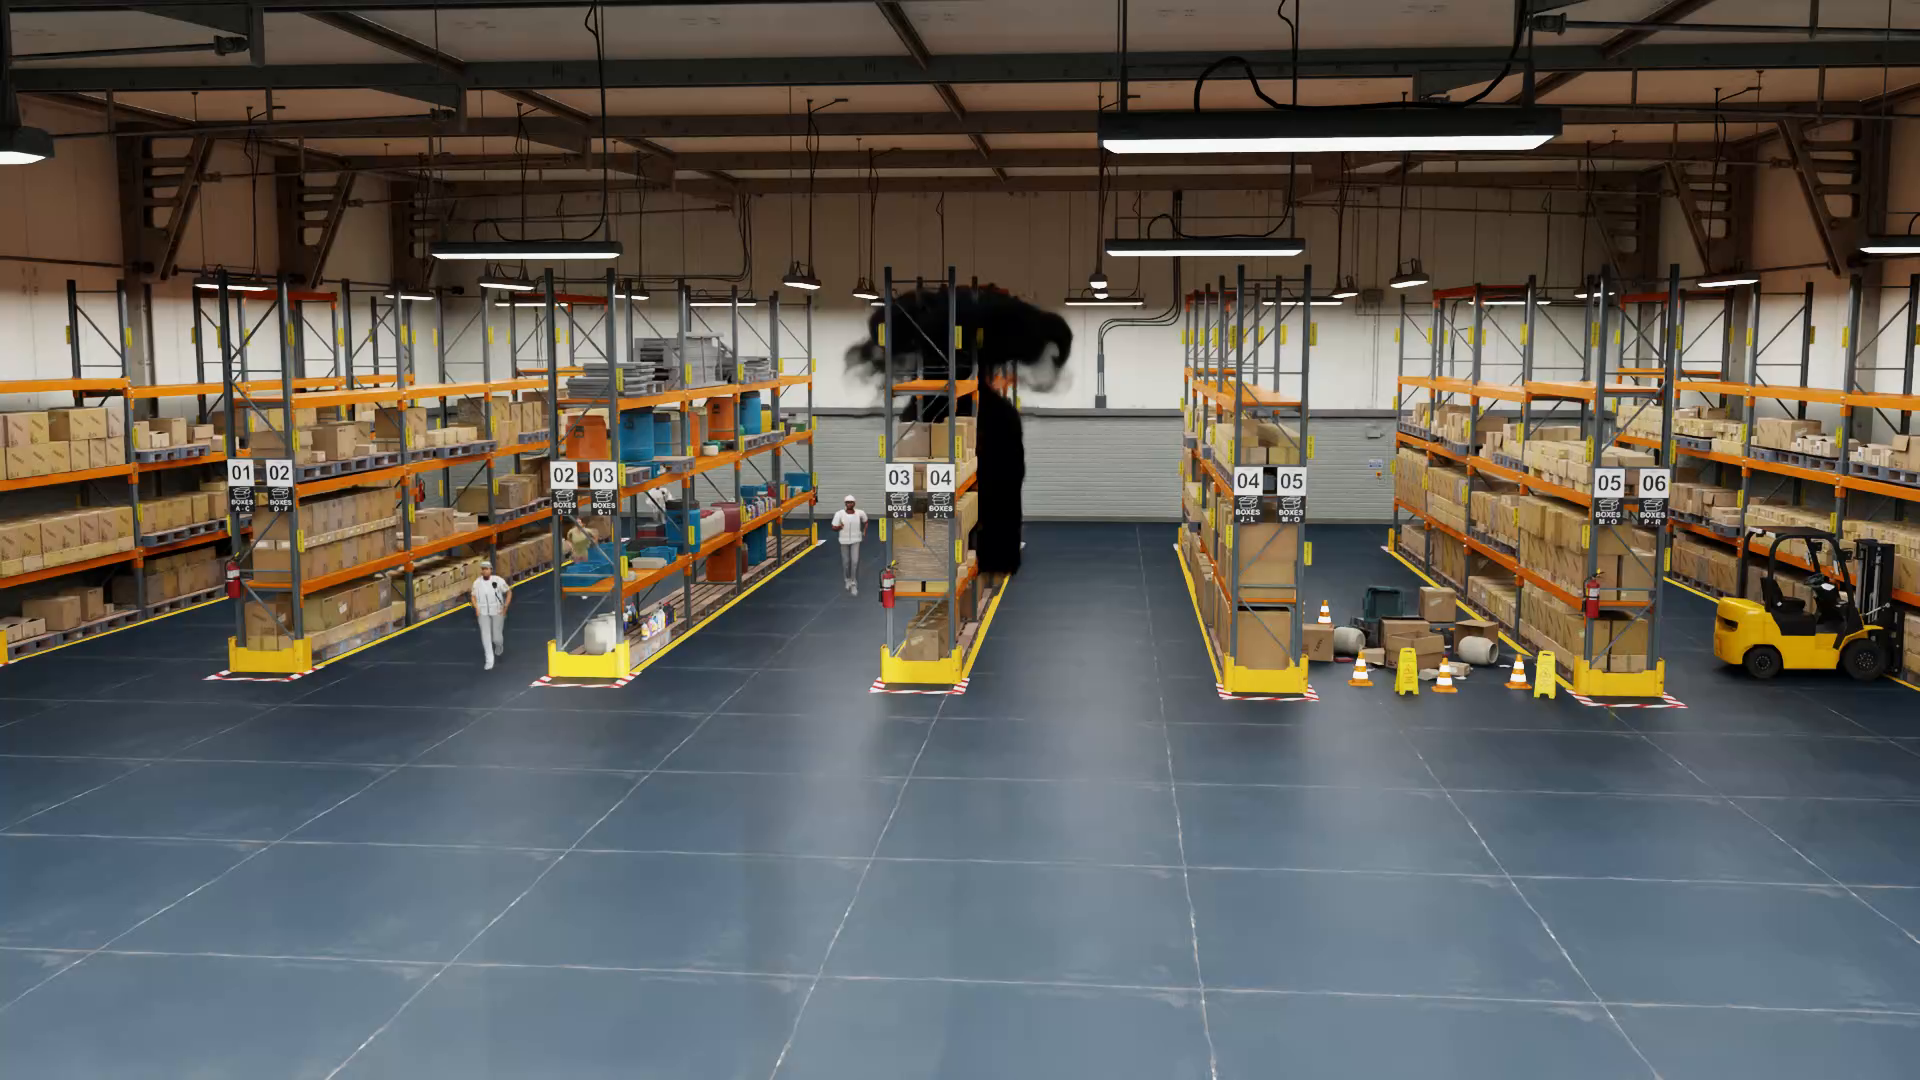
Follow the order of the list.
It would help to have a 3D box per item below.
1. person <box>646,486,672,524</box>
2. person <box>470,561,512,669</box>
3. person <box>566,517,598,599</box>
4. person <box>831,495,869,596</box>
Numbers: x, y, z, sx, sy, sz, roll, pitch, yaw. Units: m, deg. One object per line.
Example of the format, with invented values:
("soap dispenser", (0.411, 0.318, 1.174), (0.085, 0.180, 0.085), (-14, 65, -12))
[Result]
("person", (-7.204, -0.645, 39.824), (0.570, 1.740, 0.798), (0, 7, -4))
("person", (-7.155, 1.128, 25.410), (0.610, 1.648, 0.625), (-1, 7, -4))
("person", (-7.284, 0.329, 32.062), (0.562, 1.602, 0.691), (1, 7, 5))
("person", (-2.038, 0.058, 30.816), (0.682, 1.790, 0.755), (0, 7, -1))
